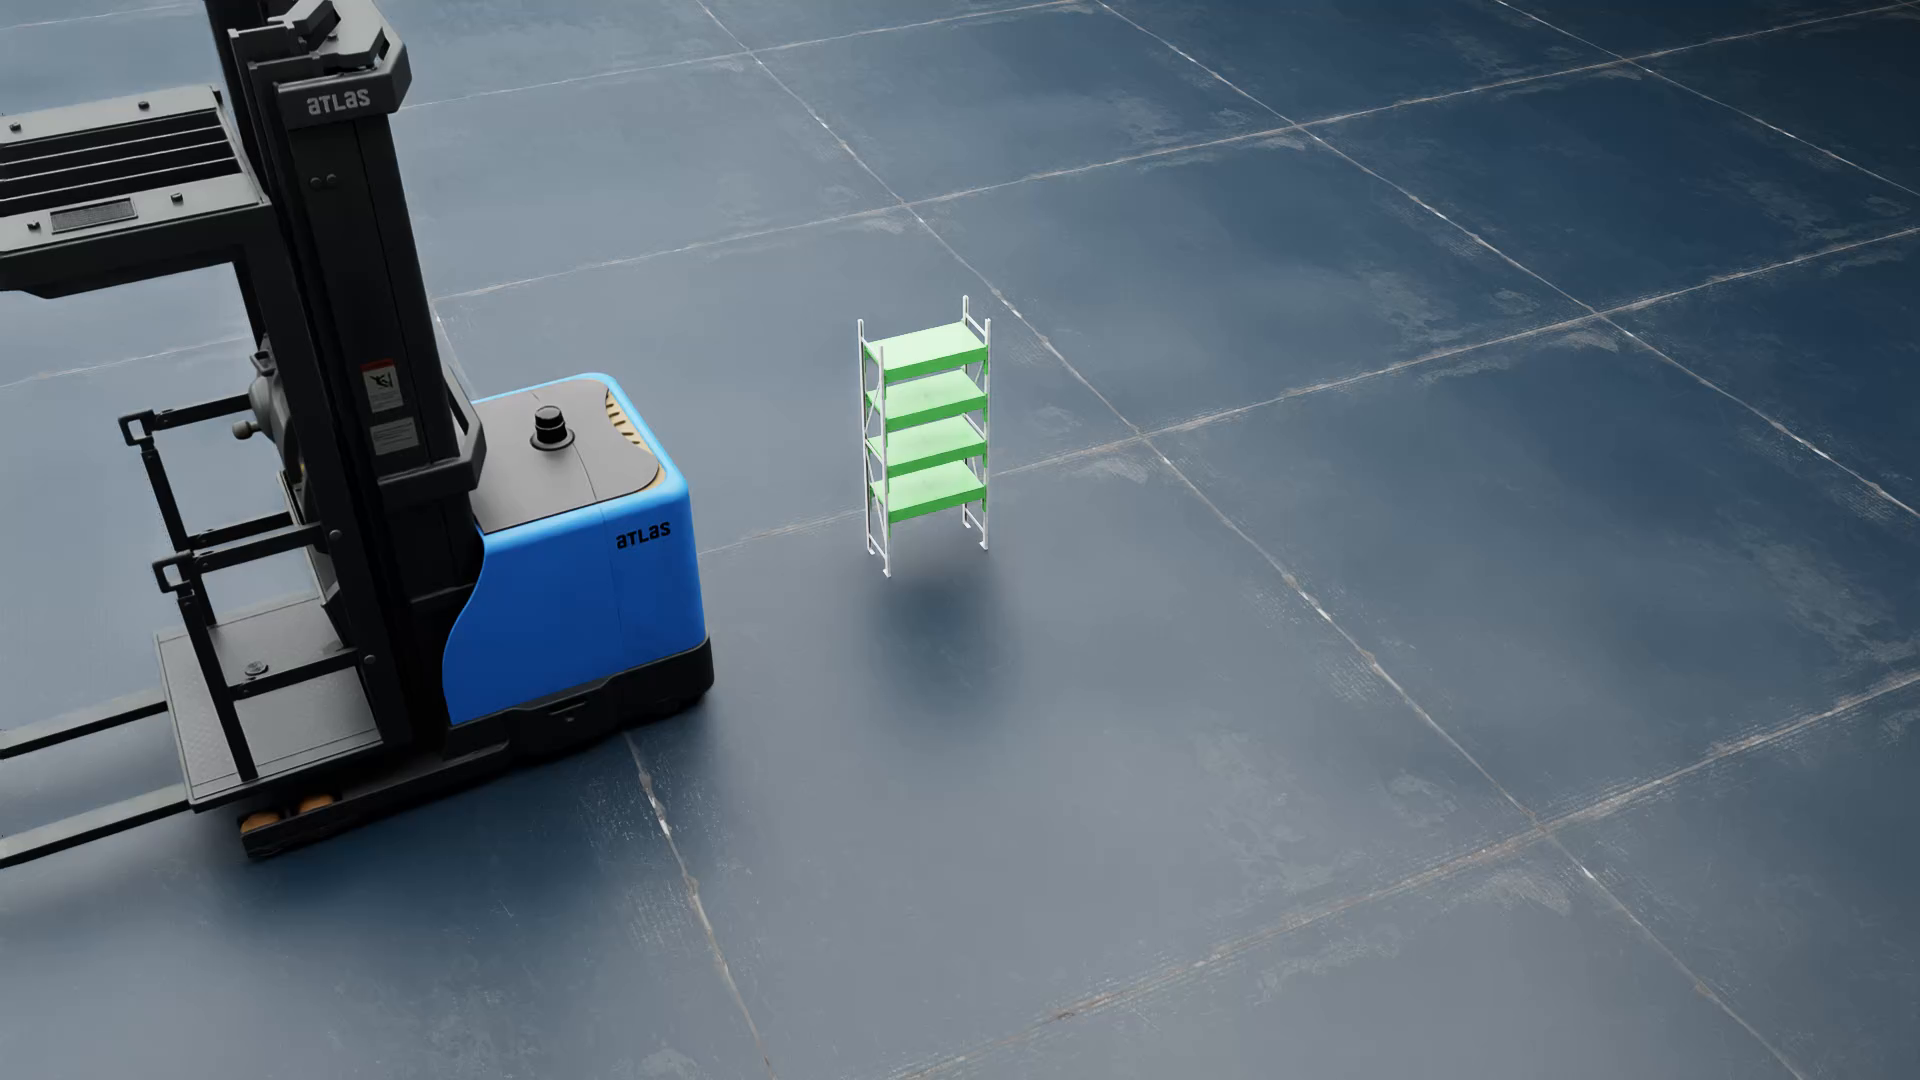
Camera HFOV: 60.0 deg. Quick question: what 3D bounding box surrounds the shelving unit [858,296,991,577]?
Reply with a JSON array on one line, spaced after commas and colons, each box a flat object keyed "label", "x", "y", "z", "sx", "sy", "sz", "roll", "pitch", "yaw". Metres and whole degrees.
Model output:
[{"label": "shelving unit", "x": -0.150, "y": -0.440, "z": 7.336, "sx": 0.503, "sy": 1.200, "sz": 0.258, "roll": -16, "pitch": 39, "yaw": -20}]

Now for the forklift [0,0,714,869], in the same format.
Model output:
[{"label": "forklift", "x": -2.558, "y": -0.367, "z": 5.785, "sx": 3.031, "sy": 2.935, "sz": 1.130, "roll": -18, "pitch": 40, "yaw": -22}]

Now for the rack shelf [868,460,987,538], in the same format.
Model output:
[{"label": "rack shelf", "x": -0.150, "y": -0.196, "z": 7.517, "sx": 0.480, "sy": 0.148, "sz": 0.258, "roll": -16, "pitch": 39, "yaw": -20}]

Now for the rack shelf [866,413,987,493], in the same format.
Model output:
[{"label": "rack shelf", "x": -0.150, "y": -0.389, "z": 7.374, "sx": 0.480, "sy": 0.148, "sz": 0.258, "roll": -16, "pitch": 39, "yaw": -20}]

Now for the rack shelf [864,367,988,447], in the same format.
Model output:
[{"label": "rack shelf", "x": -0.150, "y": -0.581, "z": 7.231, "sx": 0.480, "sy": 0.148, "sz": 0.258, "roll": -16, "pitch": 39, "yaw": -20}]

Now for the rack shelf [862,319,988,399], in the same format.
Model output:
[{"label": "rack shelf", "x": -0.150, "y": -0.774, "z": 7.088, "sx": 0.480, "sy": 0.148, "sz": 0.258, "roll": -16, "pitch": 39, "yaw": -20}]

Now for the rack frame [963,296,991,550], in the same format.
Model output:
[{"label": "rack frame", "x": 0.071, "y": -0.502, "z": 7.419, "sx": 0.015, "sy": 1.200, "sz": 0.240, "roll": -16, "pitch": 39, "yaw": -20}]

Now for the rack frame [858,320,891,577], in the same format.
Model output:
[{"label": "rack frame", "x": -0.371, "y": -0.378, "z": 7.253, "sx": 0.015, "sy": 1.200, "sz": 0.240, "roll": -16, "pitch": 39, "yaw": -20}]
